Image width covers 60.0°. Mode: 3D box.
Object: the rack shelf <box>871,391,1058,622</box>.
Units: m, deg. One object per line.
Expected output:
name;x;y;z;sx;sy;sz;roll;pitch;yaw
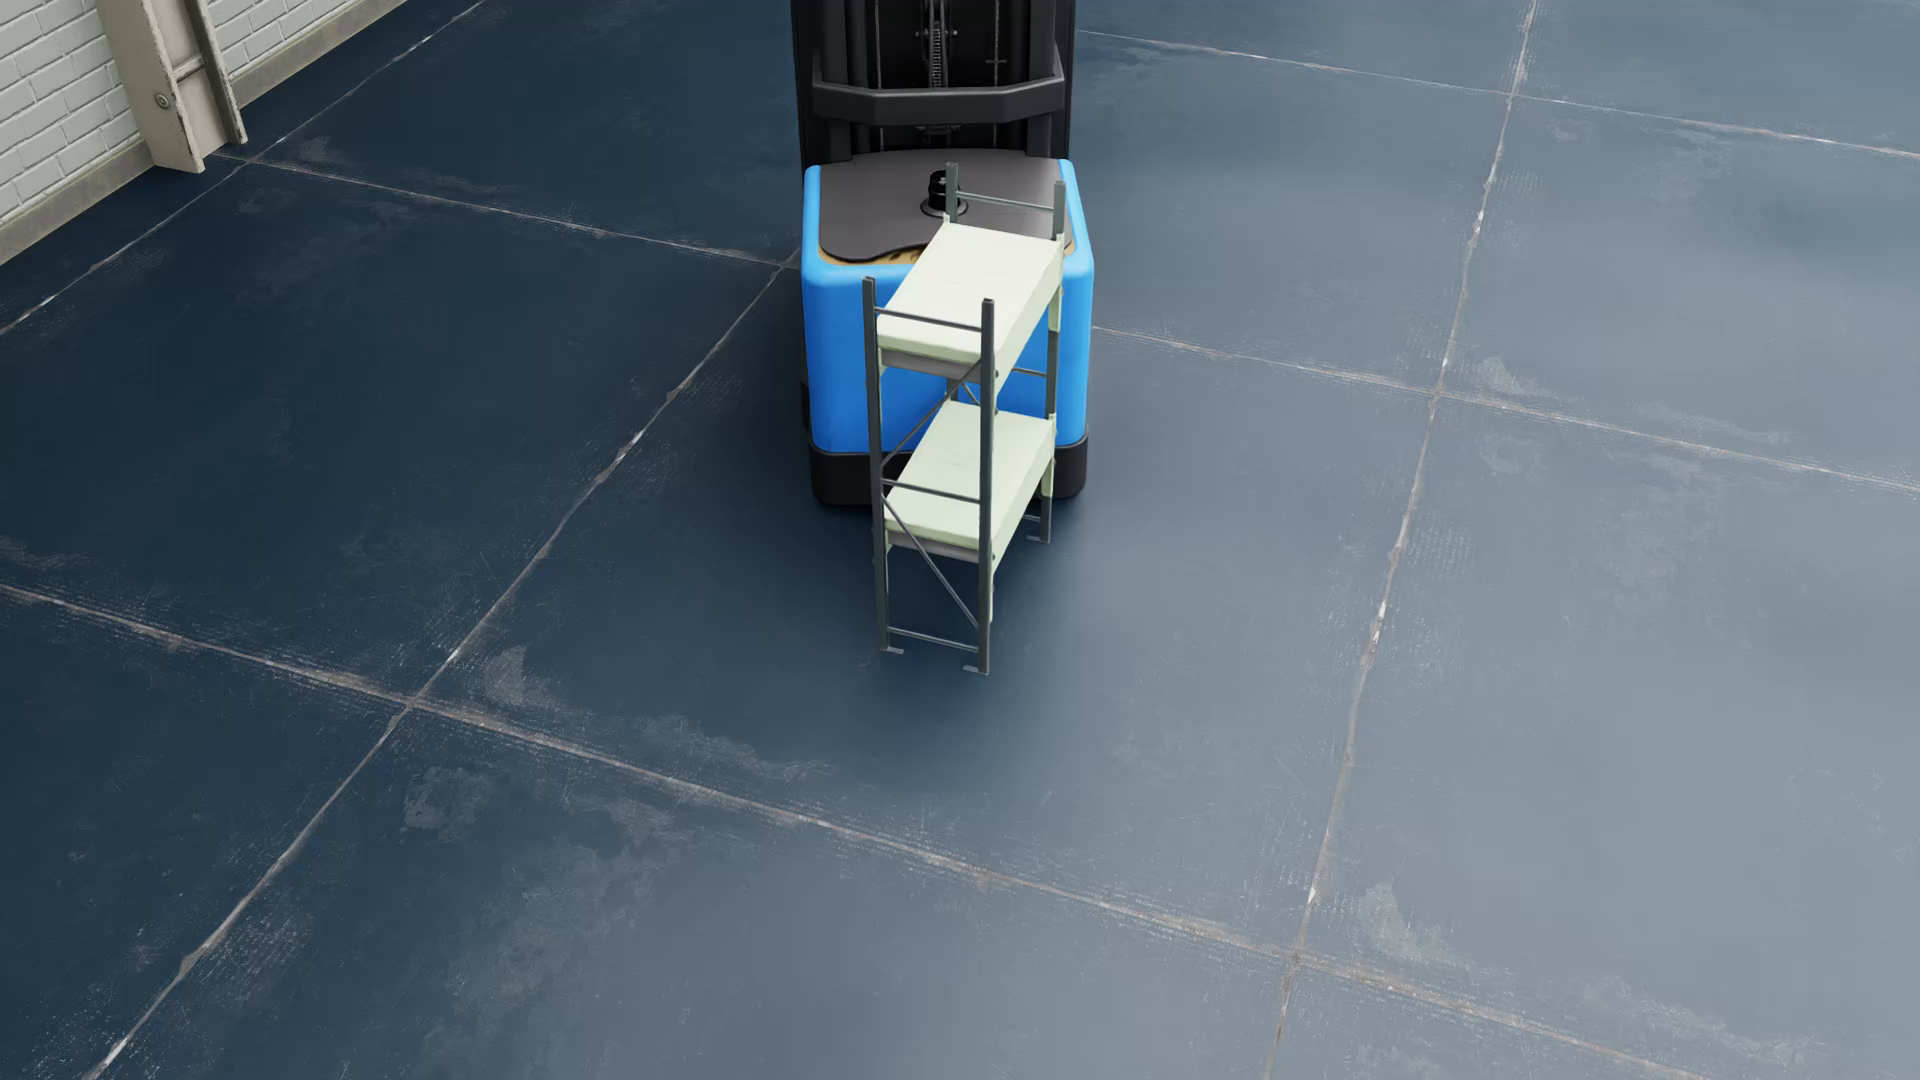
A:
rack shelf;0.026;-0.128;5.746;0.431;0.370;0.720;13;42;14

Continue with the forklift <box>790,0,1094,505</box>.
forklift;-0.116;-2.187;6.555;1.130;2.935;3.031;-2;41;-2

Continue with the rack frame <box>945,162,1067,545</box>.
rack frame;0.146;-0.600;5.798;0.400;1.500;0.023;13;42;14

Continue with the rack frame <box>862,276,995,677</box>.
rack frame;-0.093;-0.151;5.272;0.400;1.500;0.023;13;42;14

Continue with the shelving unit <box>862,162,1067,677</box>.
shelving unit;0.026;-0.376;5.535;0.431;1.500;0.755;13;42;14

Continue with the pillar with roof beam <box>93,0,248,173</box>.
pillar with roof beam;0.109;-4.480;4.567;9.100;9.000;0.400;13;42;15

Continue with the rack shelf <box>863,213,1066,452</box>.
rack shelf;0.026;-0.673;5.282;0.431;0.370;0.720;13;42;14
